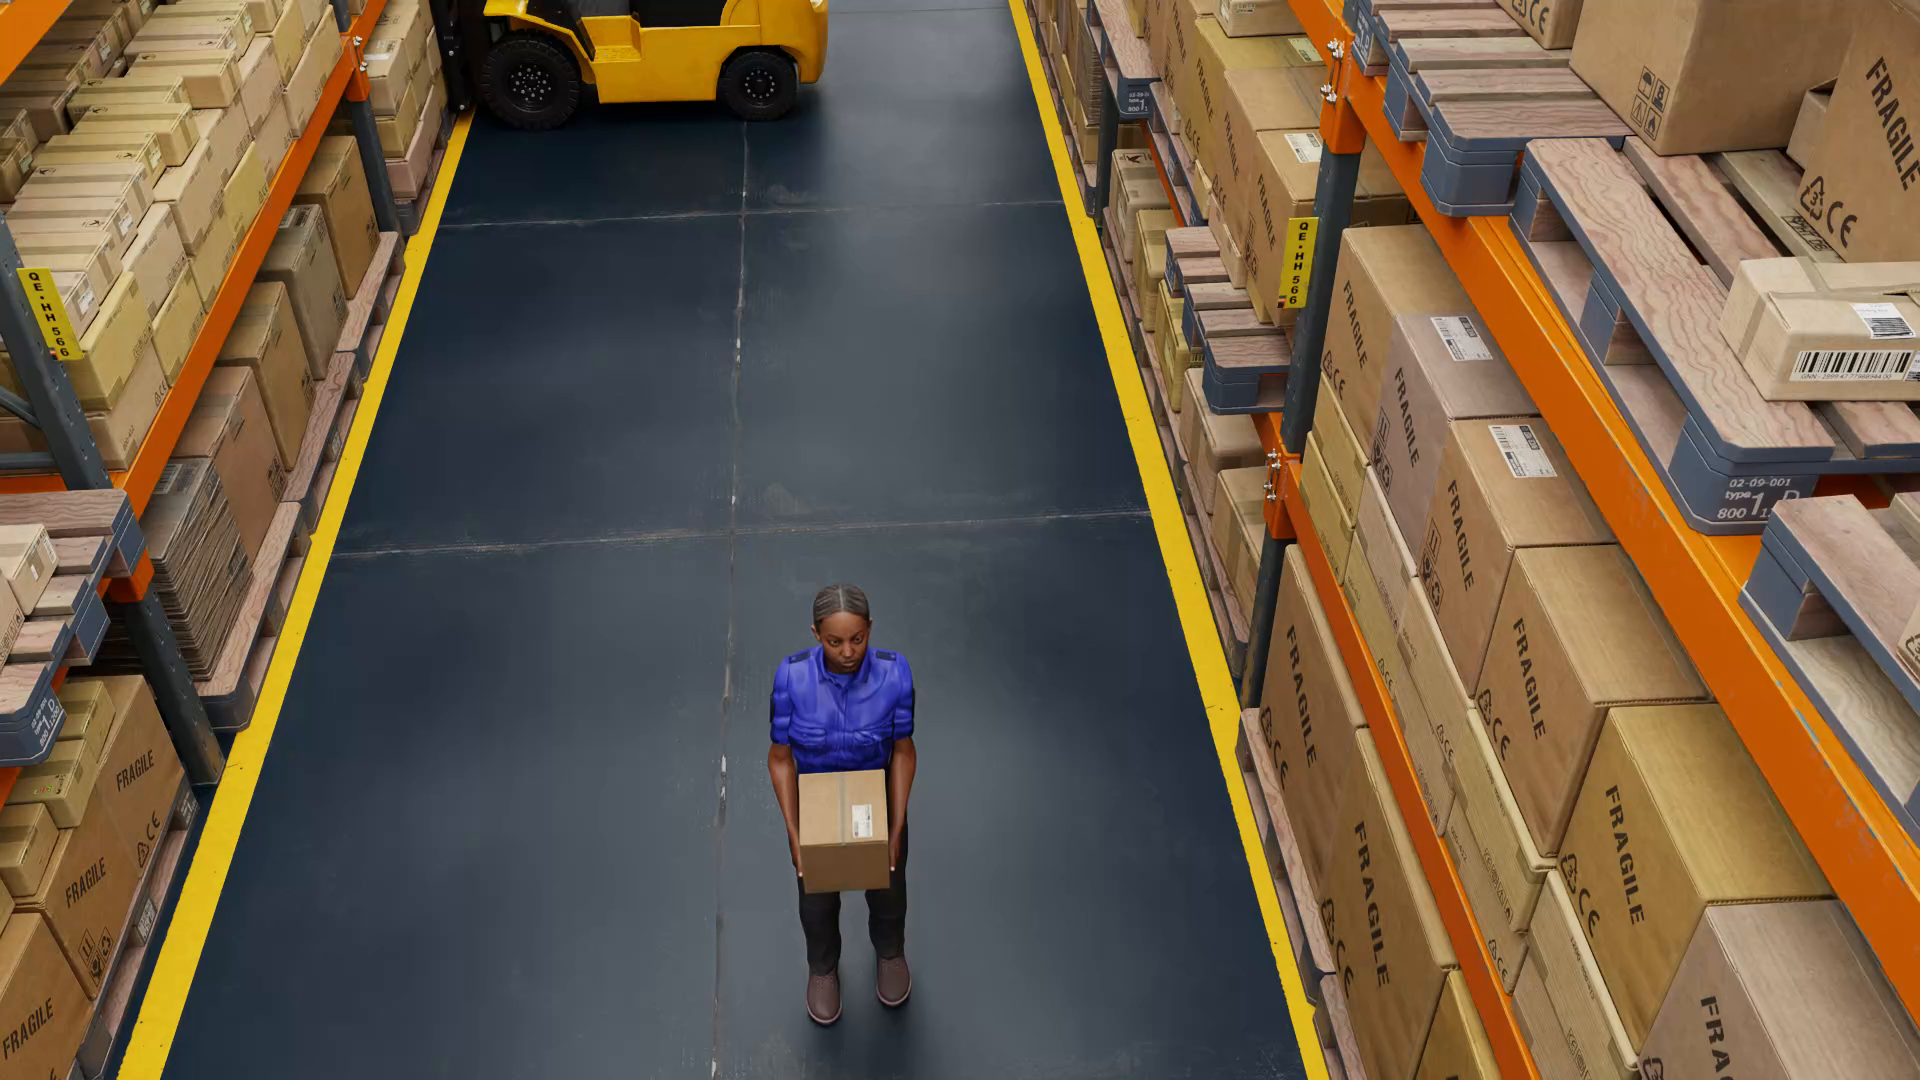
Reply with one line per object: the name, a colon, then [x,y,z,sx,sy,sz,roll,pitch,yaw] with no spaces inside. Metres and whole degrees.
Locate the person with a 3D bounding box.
person: [-0.347,0.871,5.104,0.450,1.646,0.523,-3,39,-3]
